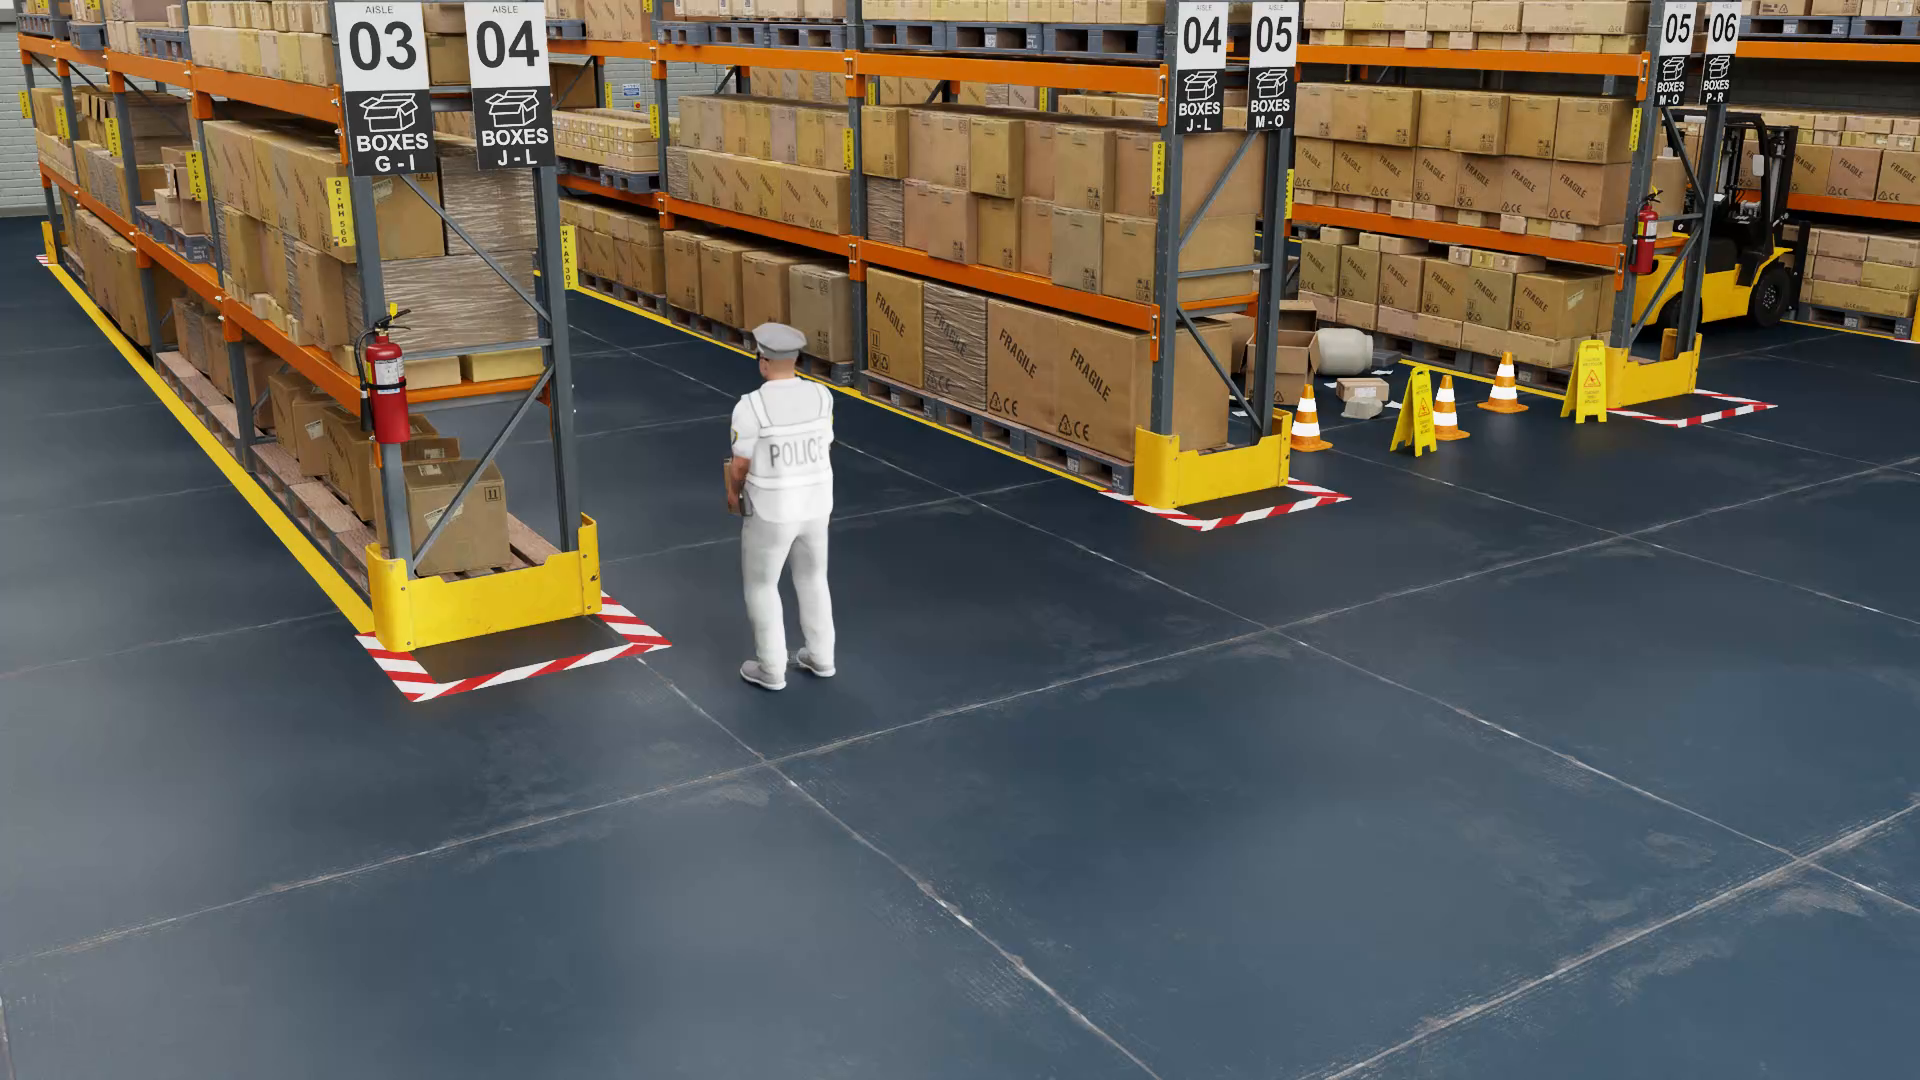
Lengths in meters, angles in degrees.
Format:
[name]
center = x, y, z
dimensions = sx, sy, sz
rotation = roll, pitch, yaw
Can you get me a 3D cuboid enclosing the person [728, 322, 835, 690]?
[person]
center = -0.876, -0.170, 8.026
dimensions = 0.527, 1.773, 0.525
rotation = -12, 21, -32
